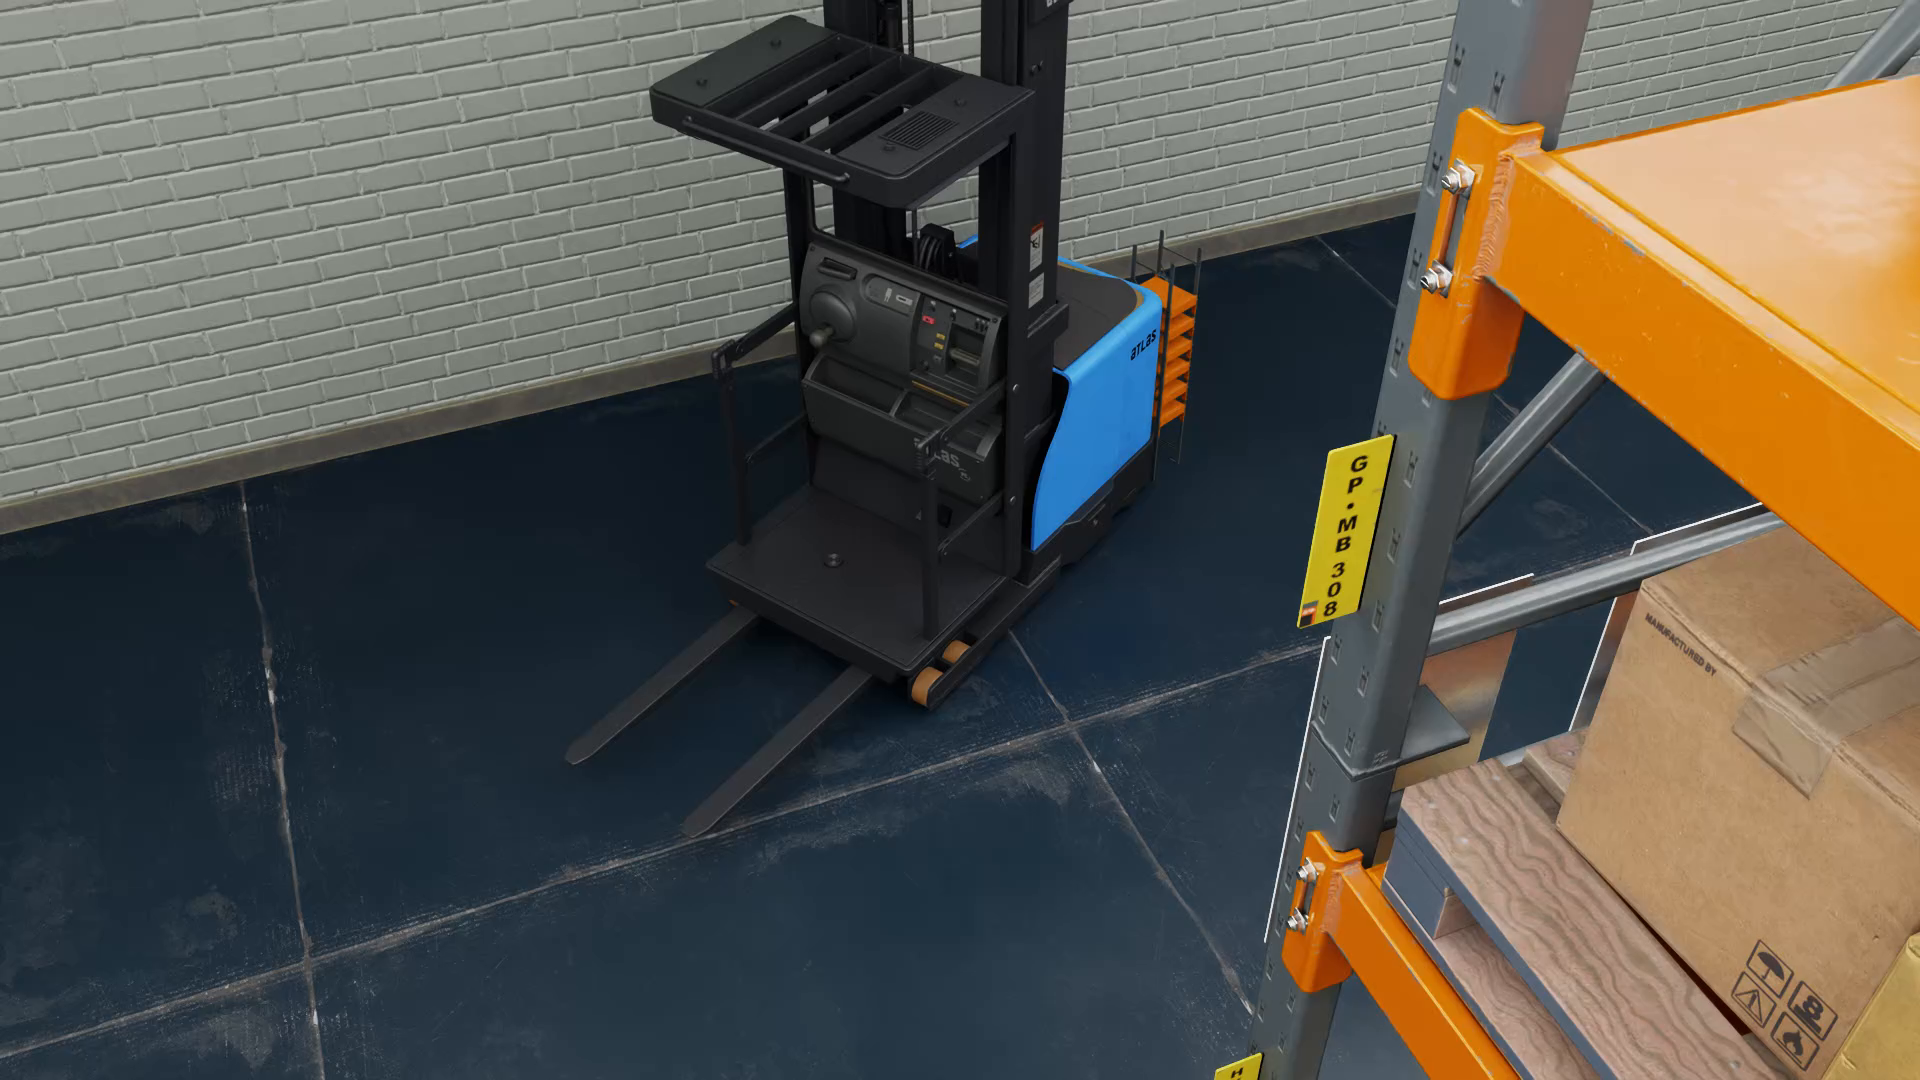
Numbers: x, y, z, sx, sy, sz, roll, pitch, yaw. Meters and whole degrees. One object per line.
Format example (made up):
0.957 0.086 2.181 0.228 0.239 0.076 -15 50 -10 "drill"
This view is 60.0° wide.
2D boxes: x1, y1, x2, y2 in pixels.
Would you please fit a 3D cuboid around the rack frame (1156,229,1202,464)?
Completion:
0.982 -0.880 7.771 0.006 1.200 0.240 -32 50 -32 "rack frame"

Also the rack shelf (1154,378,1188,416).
0.916 -0.714 7.831 0.180 0.103 0.258 -32 50 -32 "rack shelf"

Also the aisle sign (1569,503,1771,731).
1.305 0.253 3.080 0.394 0.787 0.004 -15 43 -17 "aisle sign"

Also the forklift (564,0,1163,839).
-0.363 -0.782 6.330 1.130 2.935 3.031 25 47 26 "forklift"

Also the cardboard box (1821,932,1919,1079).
1.408 0.654 1.832 0.700 0.500 0.500 -17 43 -18 "cardboard box"

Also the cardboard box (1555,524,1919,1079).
1.304 0.285 2.261 0.700 0.500 0.500 -18 44 -19 "cardboard box"

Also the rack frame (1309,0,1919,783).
1.056 -0.917 1.834 1.000 3.000 0.127 -15 43 -17 "rack frame"

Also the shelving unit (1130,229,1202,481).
0.916 -0.838 7.723 0.189 1.200 0.258 -32 50 -32 "shelving unit"

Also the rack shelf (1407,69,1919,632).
1.821 0.712 0.798 1.077 0.370 4.000 -15 43 -17 "rack shelf"

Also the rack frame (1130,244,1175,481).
0.850 -0.797 7.675 0.006 1.200 0.240 -32 50 -32 "rack frame"

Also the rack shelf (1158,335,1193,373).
0.916 -0.896 7.674 0.180 0.103 0.258 -32 50 -32 "rack shelf"

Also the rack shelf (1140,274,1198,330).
0.916 -1.078 7.518 0.180 0.103 0.258 -32 50 -32 "rack shelf"

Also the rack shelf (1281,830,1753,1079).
1.821 1.698 1.645 1.077 0.370 4.000 -15 43 -17 "rack shelf"

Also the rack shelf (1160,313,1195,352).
0.916 -0.987 7.596 0.180 0.103 0.258 -32 50 -32 "rack shelf"

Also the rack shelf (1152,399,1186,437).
0.916 -0.623 7.909 0.180 0.103 0.258 -32 50 -32 "rack shelf"

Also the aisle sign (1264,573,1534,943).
0.751 0.403 2.905 0.394 0.787 0.004 -15 43 -17 "aisle sign"

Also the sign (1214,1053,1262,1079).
0.541 1.134 3.325 0.100 0.325 0.005 -15 43 -17 "sign"

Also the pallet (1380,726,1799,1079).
1.349 0.698 2.324 1.003 0.211 1.213 -15 43 -17 "pallet"

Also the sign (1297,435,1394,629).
0.541 -0.007 2.344 0.100 0.325 0.005 -15 43 -17 "sign"

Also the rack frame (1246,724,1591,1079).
1.056 1.357 3.790 1.000 3.000 0.127 -15 43 -17 "rack frame"

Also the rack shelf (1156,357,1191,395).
0.916 -0.805 7.752 0.180 0.103 0.258 -32 50 -32 "rack shelf"
